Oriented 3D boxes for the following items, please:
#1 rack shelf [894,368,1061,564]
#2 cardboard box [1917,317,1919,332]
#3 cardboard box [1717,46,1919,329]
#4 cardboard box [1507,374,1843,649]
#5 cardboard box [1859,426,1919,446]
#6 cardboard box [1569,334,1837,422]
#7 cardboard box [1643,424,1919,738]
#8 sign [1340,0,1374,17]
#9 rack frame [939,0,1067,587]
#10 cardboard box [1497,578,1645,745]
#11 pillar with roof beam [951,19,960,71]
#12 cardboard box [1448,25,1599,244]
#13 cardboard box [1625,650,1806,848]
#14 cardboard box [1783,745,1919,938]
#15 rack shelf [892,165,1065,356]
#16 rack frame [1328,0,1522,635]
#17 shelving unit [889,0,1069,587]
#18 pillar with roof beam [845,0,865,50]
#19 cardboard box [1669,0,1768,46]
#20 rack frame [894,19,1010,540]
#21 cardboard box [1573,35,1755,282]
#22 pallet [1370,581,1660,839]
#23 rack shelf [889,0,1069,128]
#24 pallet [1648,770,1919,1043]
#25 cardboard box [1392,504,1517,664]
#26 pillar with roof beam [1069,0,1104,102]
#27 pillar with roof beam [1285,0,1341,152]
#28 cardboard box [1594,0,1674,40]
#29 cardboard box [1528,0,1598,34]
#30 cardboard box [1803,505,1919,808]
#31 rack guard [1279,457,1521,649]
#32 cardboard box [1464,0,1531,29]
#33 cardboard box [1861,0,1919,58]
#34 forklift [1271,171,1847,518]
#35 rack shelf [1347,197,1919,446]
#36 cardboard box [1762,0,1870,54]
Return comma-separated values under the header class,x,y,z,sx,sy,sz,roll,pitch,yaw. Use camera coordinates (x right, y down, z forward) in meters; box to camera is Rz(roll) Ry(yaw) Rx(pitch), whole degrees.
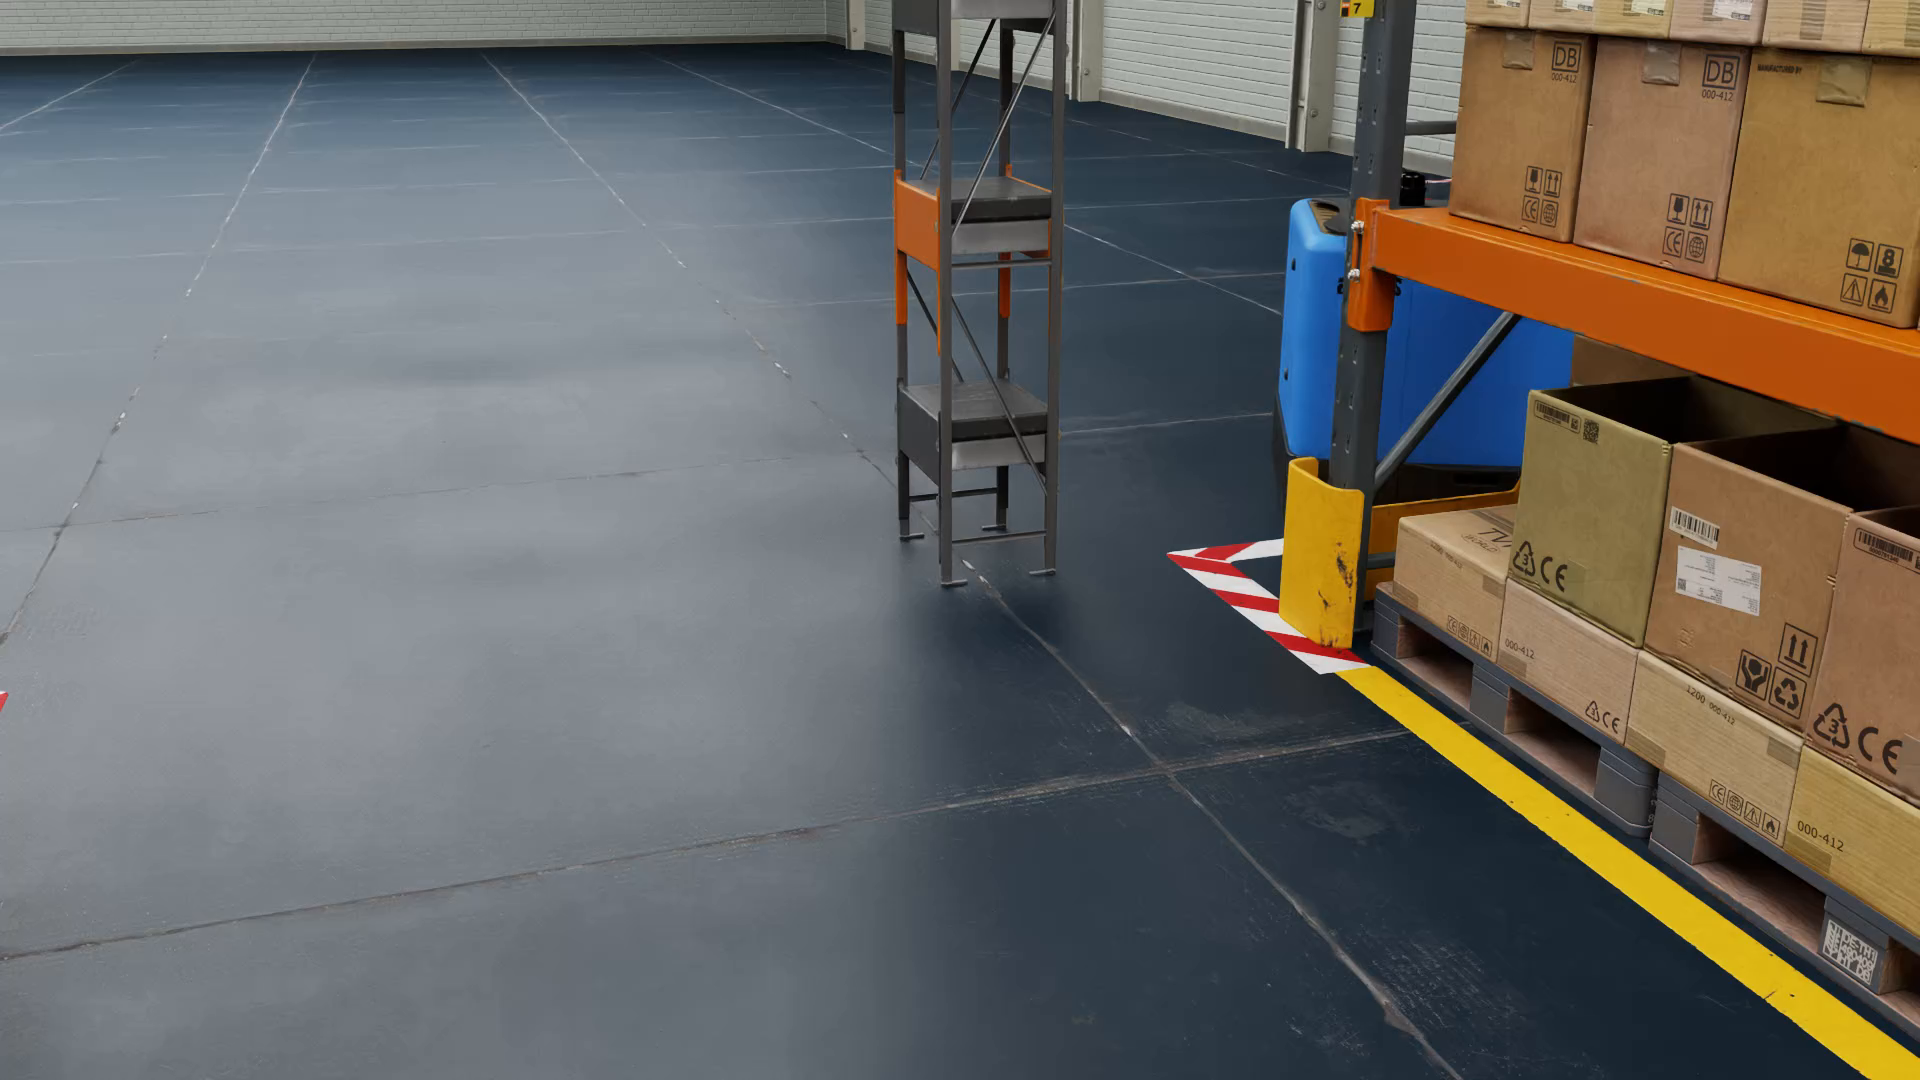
class,x,y,z,sx,sy,sz,roll,pitch,yaw
rack shelf,0.052,-0.263,5.655,0.431,0.518,0.480,-6,21,-17
cardboard box,2.230,-0.586,2.963,0.700,0.500,0.500,-6,21,-16
cardboard box,2.061,-0.755,3.432,0.700,0.500,0.500,-6,21,-17
cardboard box,1.723,-0.087,4.059,0.500,0.500,0.500,-6,21,-17
cardboard box,2.386,0.017,3.770,0.500,0.500,0.500,-6,21,-17
cardboard box,2.058,-0.303,4.659,0.500,0.500,0.500,-6,21,-17
cardboard box,1.892,0.072,3.616,0.500,0.500,0.500,-6,21,-17
sign,1.078,-1.574,4.465,0.100,0.325,0.005,-6,21,-17
rack frame,0.129,-0.857,5.196,0.400,2.100,0.015,-6,21,-17
cardboard box,1.725,0.265,4.186,0.500,0.250,0.500,-6,21,-17
pillar with roof beam,-4.281,-11.649,25.037,9.100,9.000,0.400,-6,21,-17
cardboard box,1.741,-1.083,4.345,0.700,0.500,0.500,-6,21,-17
cardboard box,1.881,0.426,3.740,0.500,0.250,0.500,-6,21,-17
cardboard box,2.034,0.587,3.291,0.500,0.250,0.500,-6,21,-17
rack shelf,0.052,-0.922,5.418,0.431,0.518,0.480,-6,21,-17
rack frame,1.607,-1.187,4.783,1.000,3.000,0.127,-6,21,-17
shelving unit,0.052,-0.935,5.414,0.431,2.100,0.503,-6,21,-17
pillar with roof beam,-6.167,-13.575,30.398,9.100,9.000,0.400,-6,21,-17
cardboard box,1.765,-1.144,3.558,0.380,0.149,0.250,-7,21,-18
rack frame,-0.025,-1.013,5.632,0.400,2.100,0.015,-6,21,-17
cardboard box,1.911,-0.915,3.878,0.700,0.500,0.500,-6,21,-16
pallet,1.887,0.366,4.584,1.003,0.211,1.213,-6,21,-17
rack shelf,0.052,-1.581,5.182,0.431,0.518,0.480,-6,21,-17
pallet,2.266,0.757,3.496,1.003,0.211,1.213,-6,21,-17
cardboard box,1.564,0.105,4.632,0.500,0.250,0.500,-6,21,-17
pillar with roof beam,-2.395,-9.724,19.677,9.100,9.000,0.400,-6,21,-17
pillar with roof beam,-0.509,-7.798,14.316,9.100,9.000,0.400,-6,21,-17
cardboard box,1.688,-1.226,3.784,0.380,0.149,0.250,-6,21,-17
cardboard box,1.611,-1.306,4.007,0.380,0.149,0.250,-7,21,-19
cardboard box,2.033,0.234,3.164,0.500,0.500,0.500,-6,21,-17
rack guard,1.599,-0.018,5.227,1.175,0.500,0.348,-6,21,-17
cardboard box,1.525,-1.390,4.242,0.380,0.149,0.250,-7,21,-18
cardboard box,1.932,-0.977,3.092,0.380,0.149,0.250,-7,21,-18
forklift,2.709,-1.475,5.686,3.031,2.935,1.130,3,20,7
rack shelf,2.235,-0.206,3.118,1.077,0.370,4.000,-6,21,-17
cardboard box,1.852,-1.059,3.321,0.380,0.149,0.250,-7,21,-19
